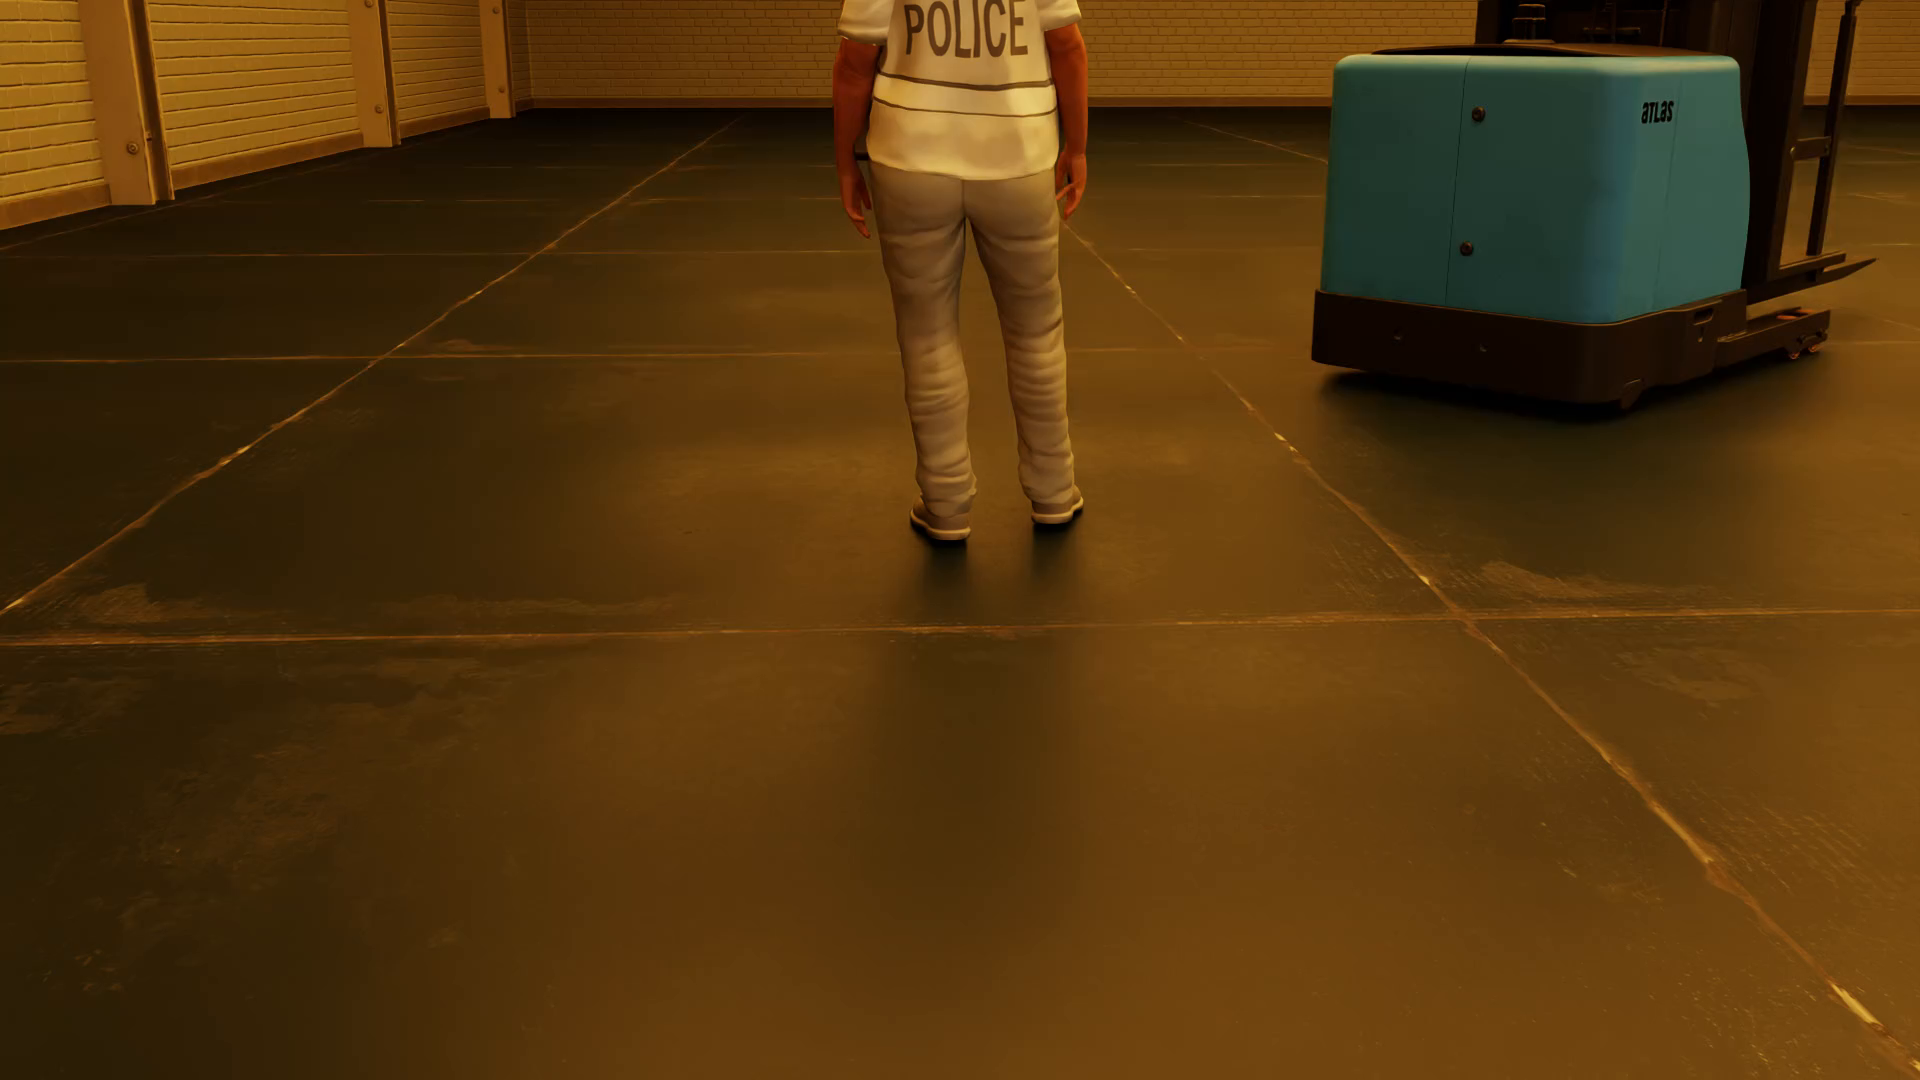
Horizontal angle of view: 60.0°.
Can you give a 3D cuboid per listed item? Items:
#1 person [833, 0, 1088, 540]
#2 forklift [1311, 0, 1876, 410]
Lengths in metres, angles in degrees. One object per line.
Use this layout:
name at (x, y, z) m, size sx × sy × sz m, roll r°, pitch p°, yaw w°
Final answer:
person at (0.019, -0.827, 3.746) m, size 0.598 × 1.670 × 0.529 m, roll -1°, pitch 17°, yaw -3°
forklift at (2.601, -2.152, 5.941) m, size 3.031 × 2.935 × 1.130 m, roll -16°, pitch 23°, yaw -42°
